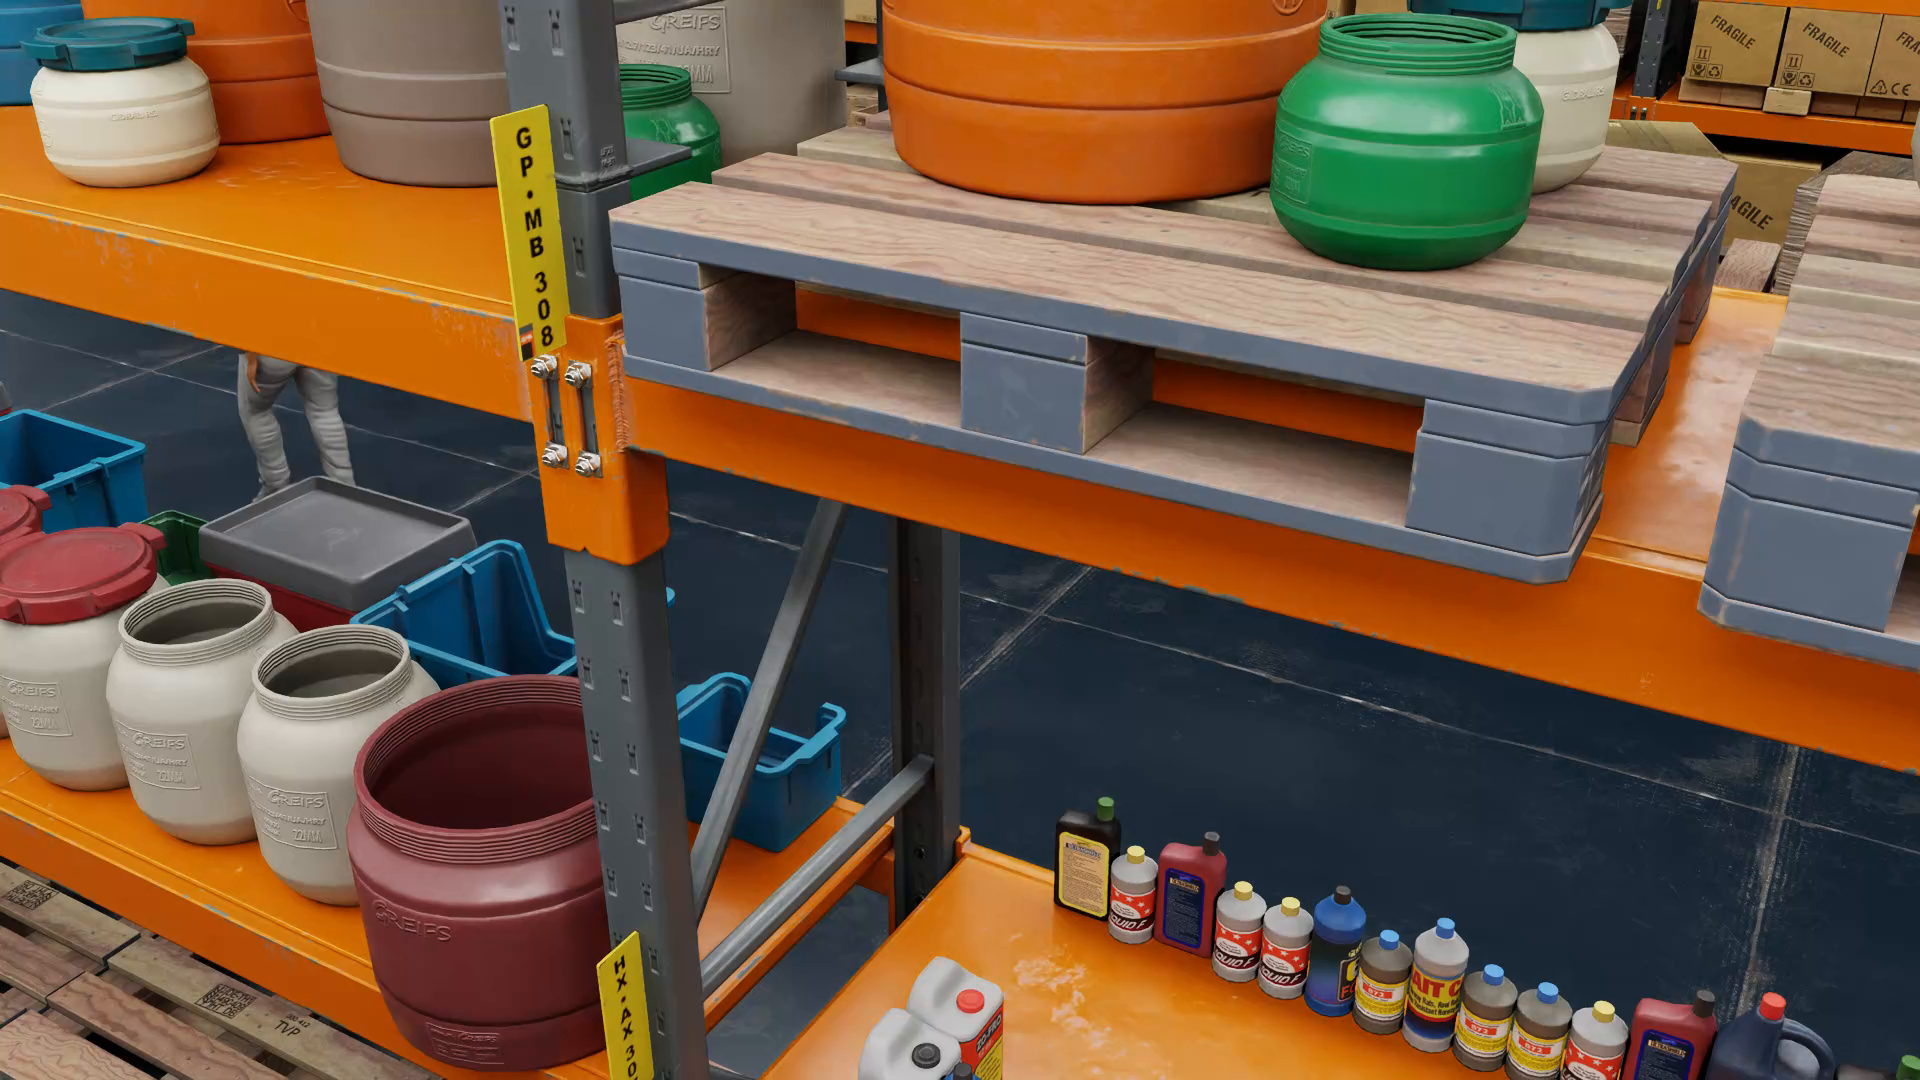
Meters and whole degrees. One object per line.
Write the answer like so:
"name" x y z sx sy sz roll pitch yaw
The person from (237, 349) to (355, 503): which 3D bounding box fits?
"person" -3.228 -0.906 7.958 0.605 1.734 0.514 21 34 36
